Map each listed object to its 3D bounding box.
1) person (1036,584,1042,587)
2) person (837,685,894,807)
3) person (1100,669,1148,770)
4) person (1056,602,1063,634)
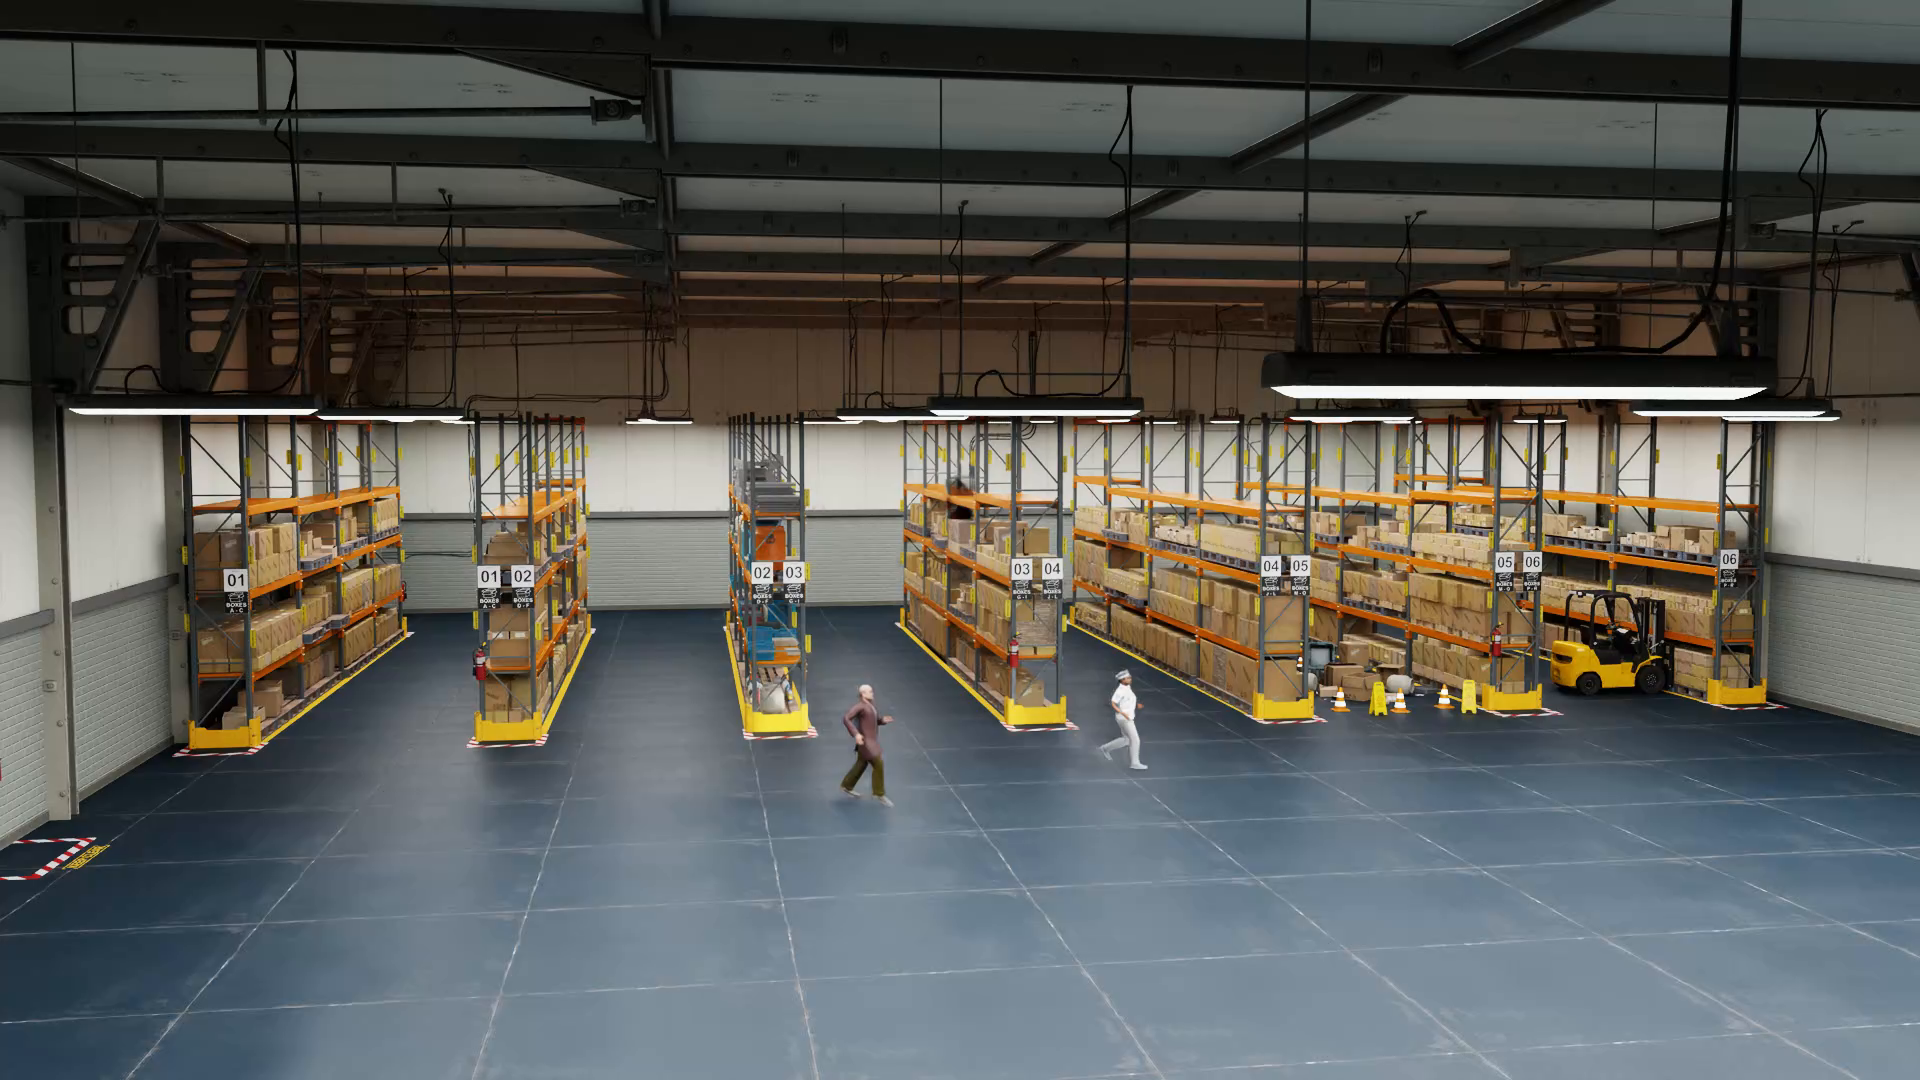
[{"bbox_3d":[2.270,1.686,46.666,0.694,1.722,0.588,-1,4,-9],"label":"person"},{"bbox_3d":[-1.436,3.108,25.226,0.904,1.837,0.677,1,4,8],"label":"person"},{"bbox_3d":[2.738,2.989,27.851,0.834,1.669,0.588,1,4,17],"label":"person"},{"bbox_3d":[2.553,1.823,45.482,0.577,1.655,0.838,-1,4,-9],"label":"person"}]
